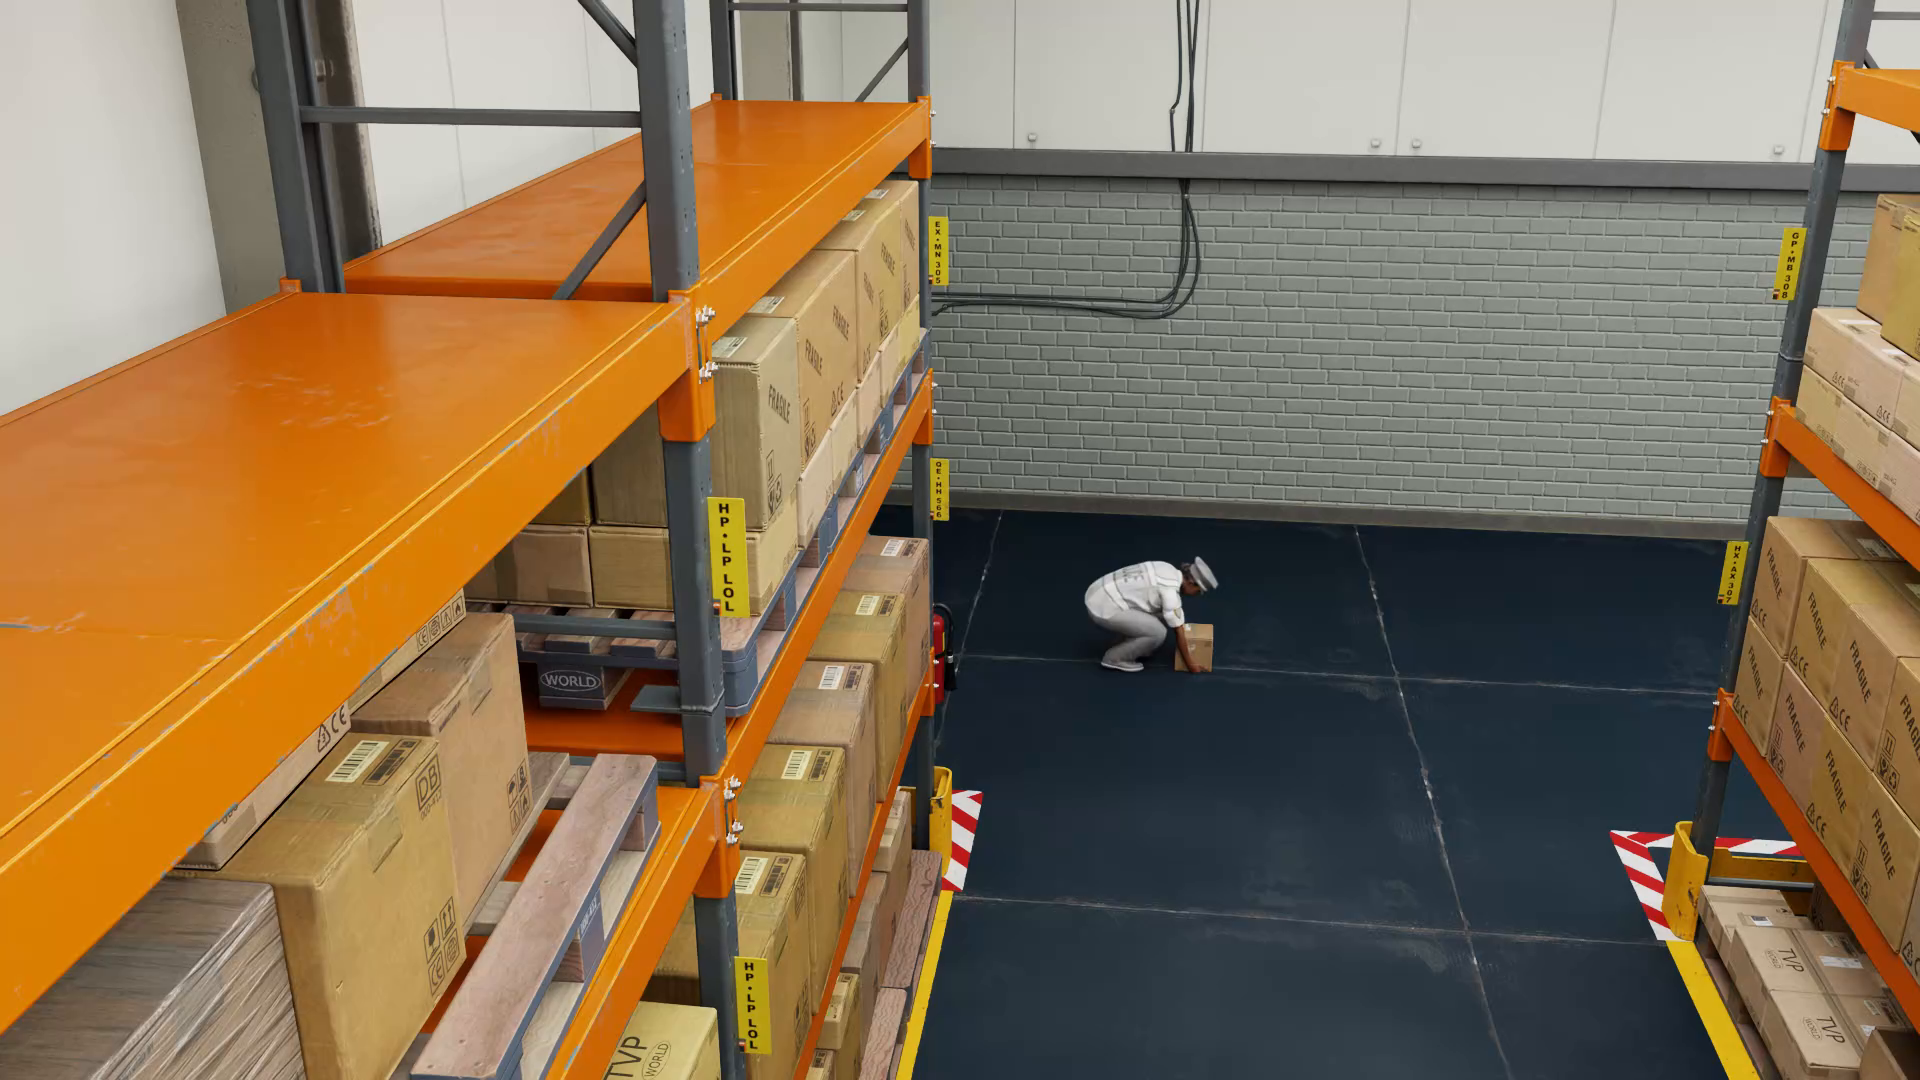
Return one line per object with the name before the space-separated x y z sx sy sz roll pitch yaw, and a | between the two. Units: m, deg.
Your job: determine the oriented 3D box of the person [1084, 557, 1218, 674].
person | 1.311 0.512 11.455 0.909 0.808 0.457 2 21 5
